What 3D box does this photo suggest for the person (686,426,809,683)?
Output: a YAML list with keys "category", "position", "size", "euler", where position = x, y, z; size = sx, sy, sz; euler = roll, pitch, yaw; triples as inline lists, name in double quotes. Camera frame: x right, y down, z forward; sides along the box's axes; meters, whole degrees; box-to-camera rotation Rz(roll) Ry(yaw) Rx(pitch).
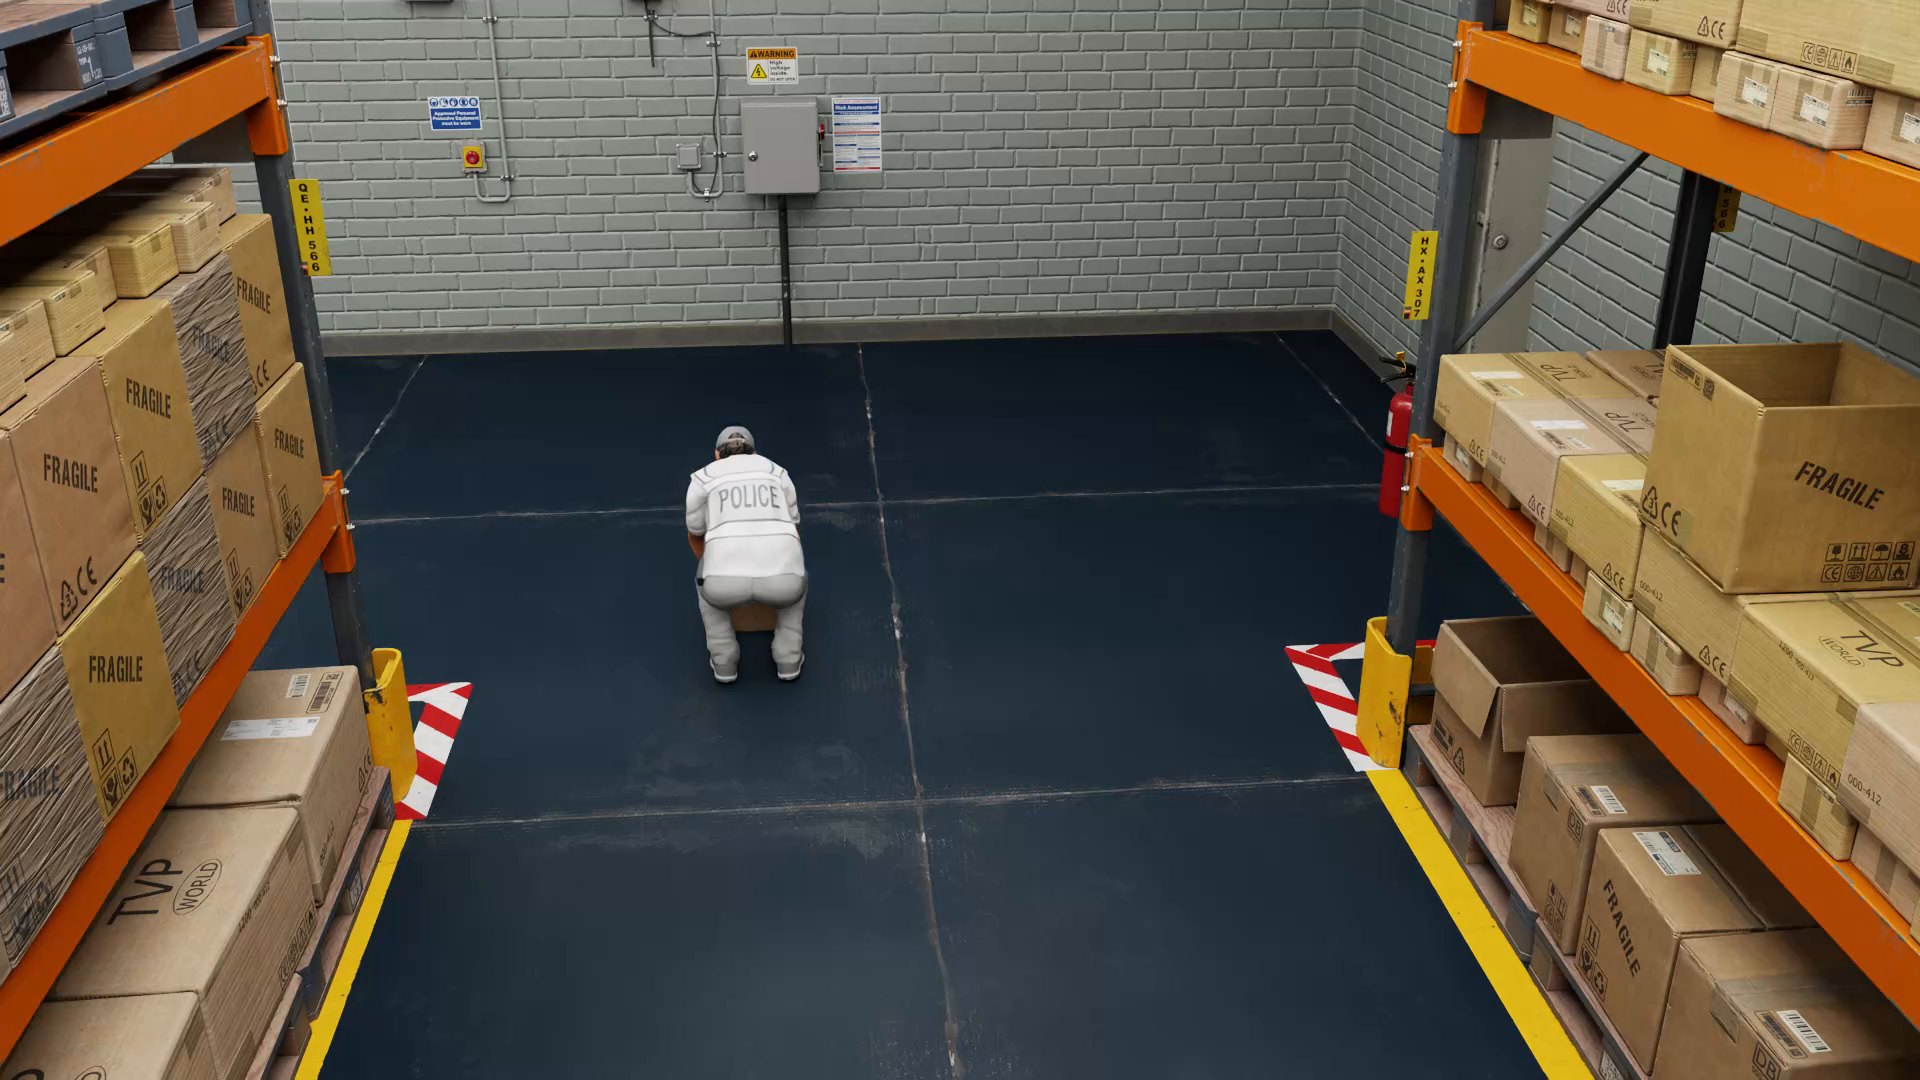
- category: "person"
  position: [-0.928, 0.080, 7.257]
  size: [0.527, 0.992, 0.847]
  euler: [-2, 24, -5]
